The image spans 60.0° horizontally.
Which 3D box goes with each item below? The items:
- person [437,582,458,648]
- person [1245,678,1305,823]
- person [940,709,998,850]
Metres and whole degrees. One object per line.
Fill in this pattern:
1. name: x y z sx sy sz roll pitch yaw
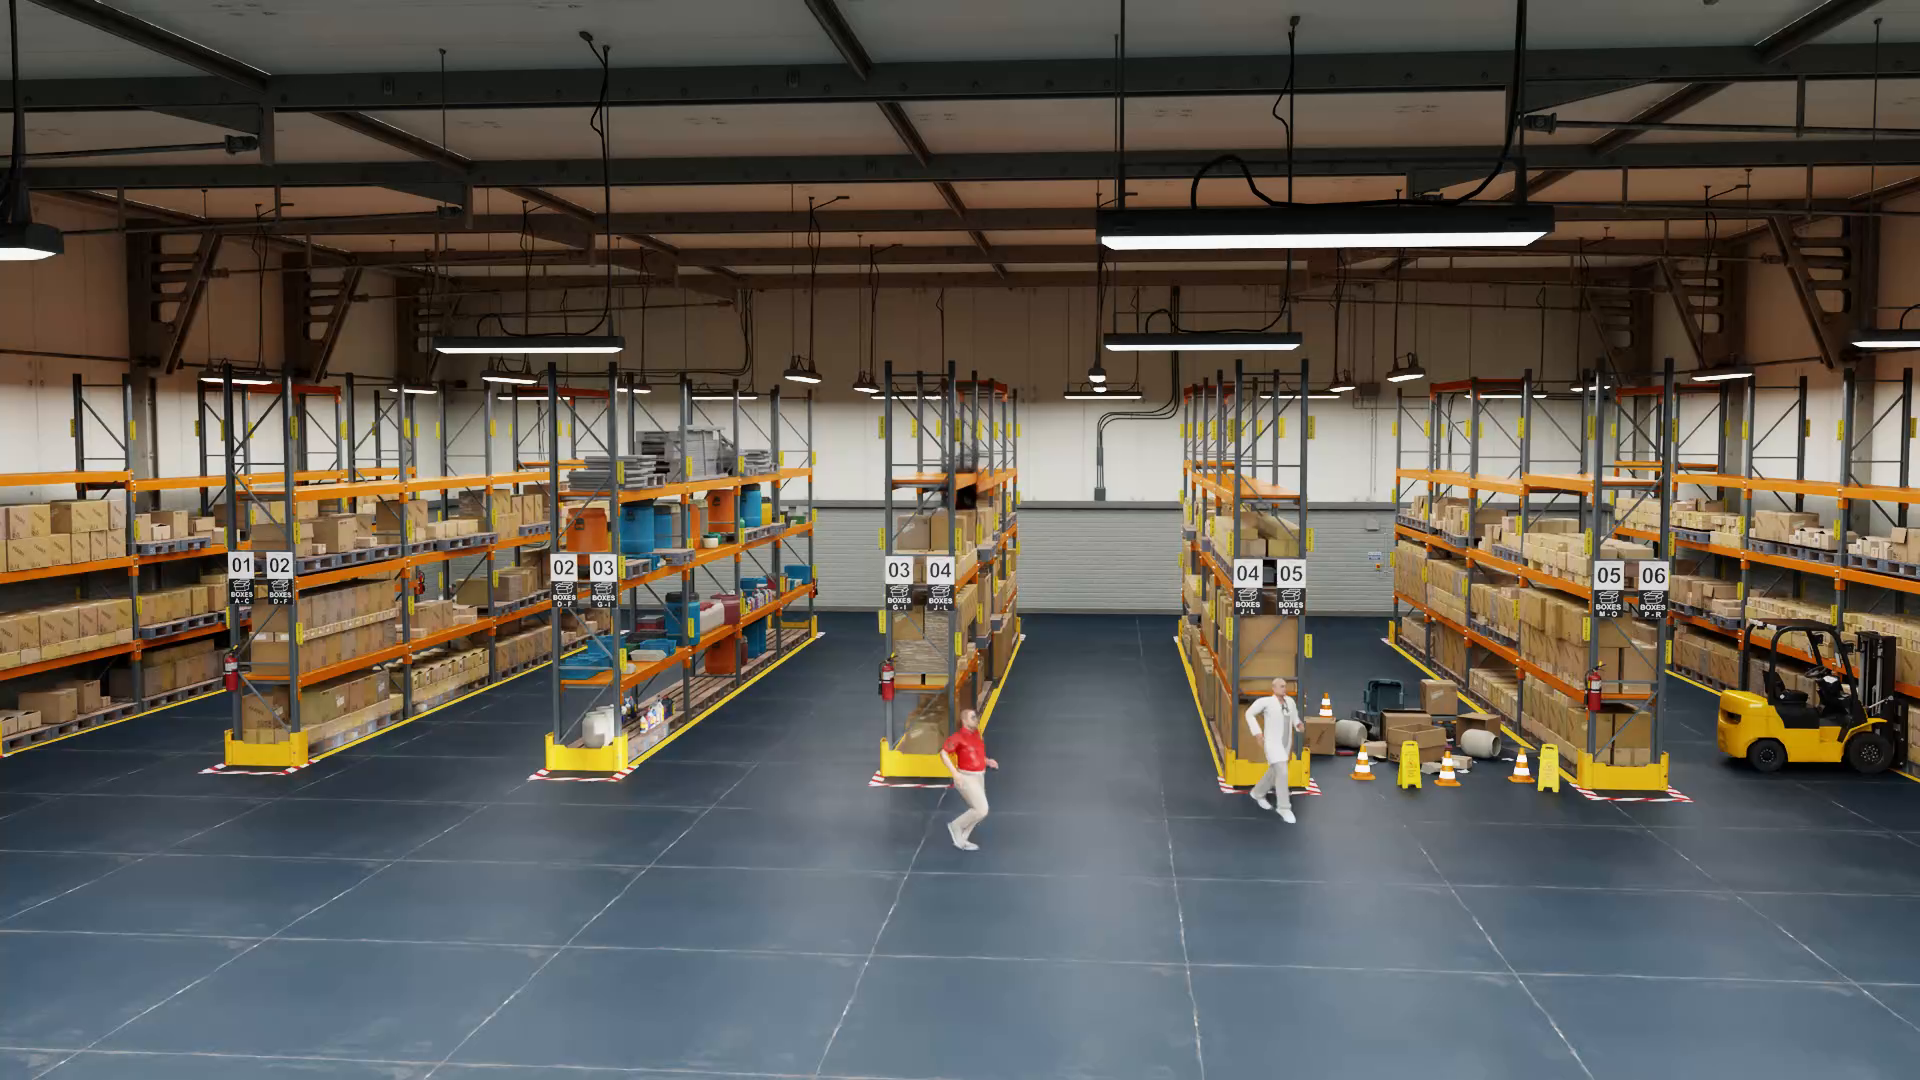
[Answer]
1. person: -10.925 1.801 35.502 0.635 1.833 0.759 0 4 -3
2. person: 4.107 2.693 21.620 0.694 1.828 0.920 -3 5 -36
3. person: 0.165 2.854 19.743 0.597 1.684 0.651 2 4 28
